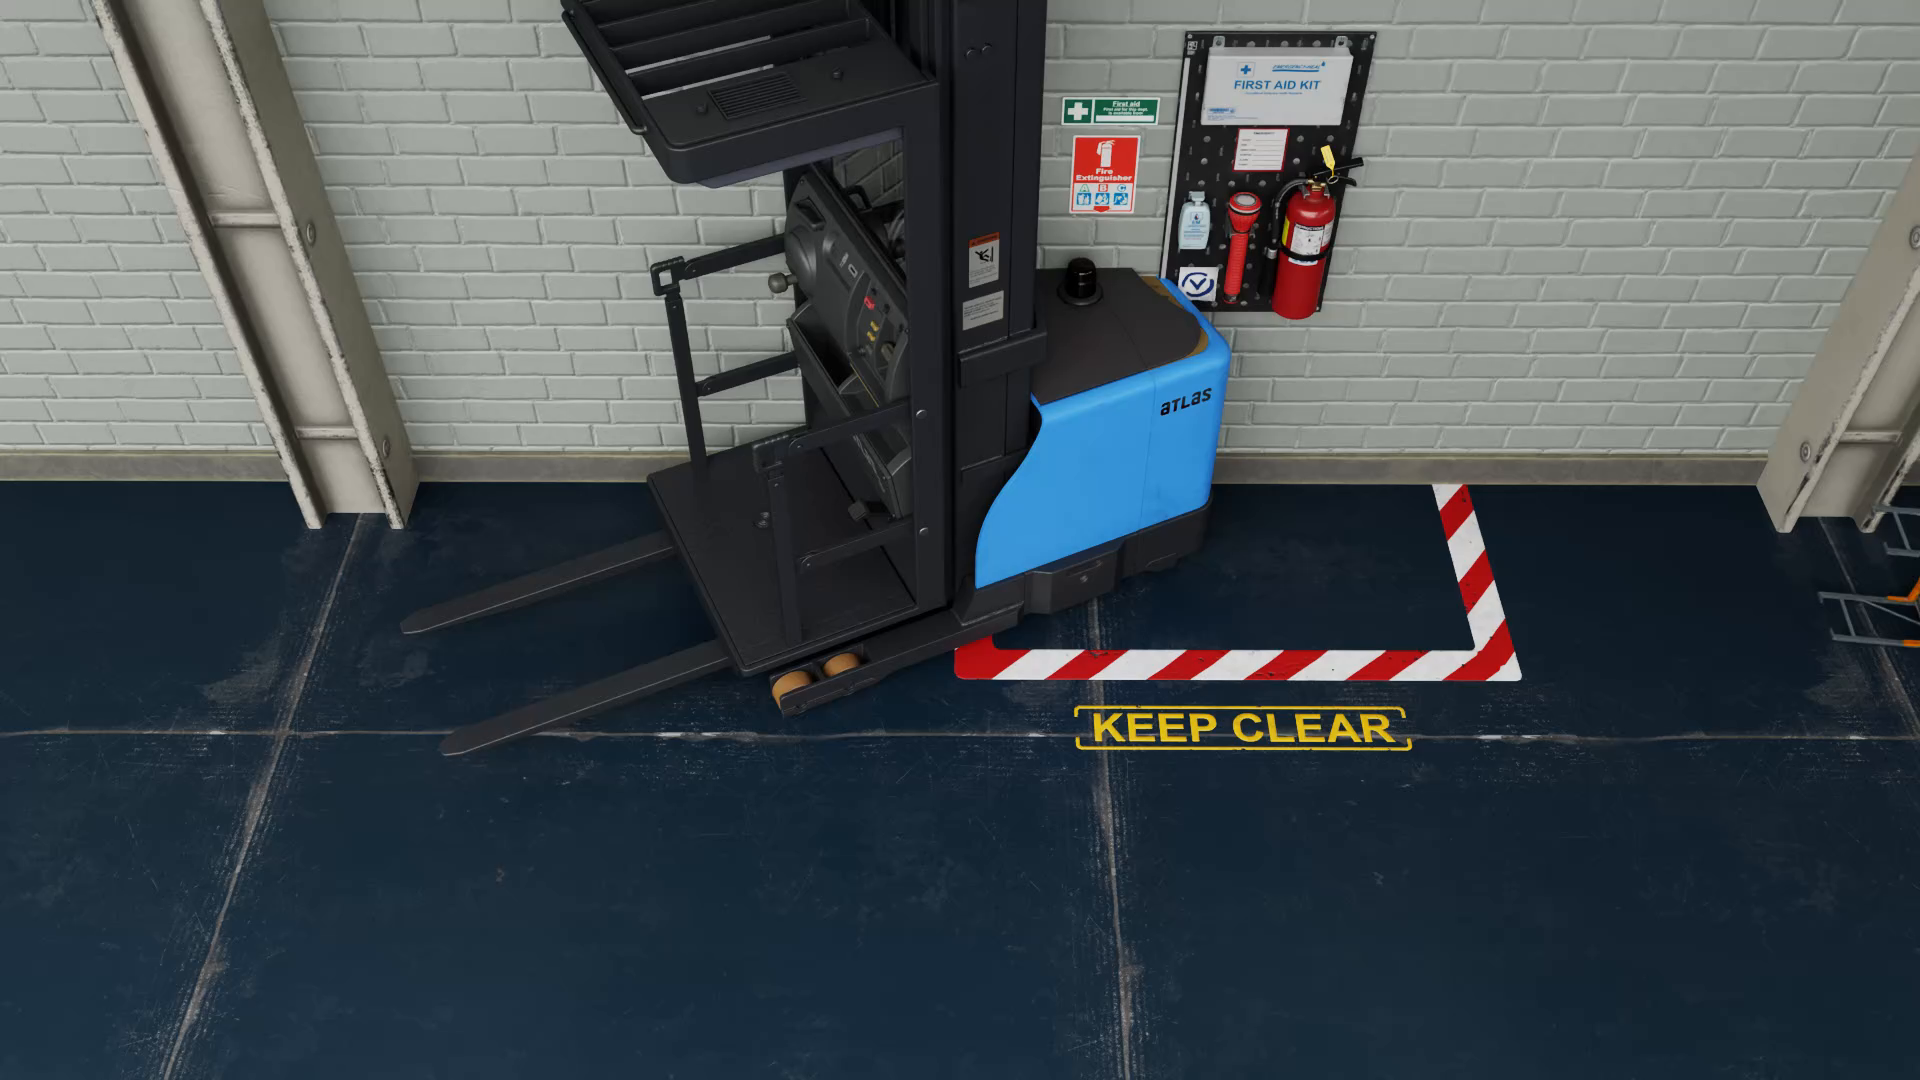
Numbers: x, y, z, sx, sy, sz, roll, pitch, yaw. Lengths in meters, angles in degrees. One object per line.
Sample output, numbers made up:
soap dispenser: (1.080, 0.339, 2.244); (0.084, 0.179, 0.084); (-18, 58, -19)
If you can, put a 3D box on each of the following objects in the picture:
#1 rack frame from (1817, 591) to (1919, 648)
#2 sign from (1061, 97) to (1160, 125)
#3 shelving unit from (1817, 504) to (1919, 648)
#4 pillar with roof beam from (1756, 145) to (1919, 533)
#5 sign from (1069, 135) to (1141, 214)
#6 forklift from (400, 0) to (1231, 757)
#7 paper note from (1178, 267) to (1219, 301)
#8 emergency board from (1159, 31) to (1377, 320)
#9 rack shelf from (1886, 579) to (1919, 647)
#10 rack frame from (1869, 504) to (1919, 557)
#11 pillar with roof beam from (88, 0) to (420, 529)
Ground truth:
rack frame: (3.948, 0.346, 6.405); (1.200, 0.015, 0.240); (5, 47, 4)
sign: (0.514, -1.463, 5.677); (0.331, 0.109, 0.001); (0, 47, 0)
shelving unit: (3.952, 0.180, 6.226); (1.200, 0.503, 0.258); (5, 47, 4)
pillar with roof beam: (3.517, -0.058, 0.657); (0.400, 9.000, 9.100); (0, 47, 0)
sign: (0.509, -1.289, 5.877); (0.234, 0.329, 0.001); (0, 47, 0)
forklift: (-0.568, -0.799, 5.492); (3.031, 2.935, 1.130); (-19, 50, -17)
paper note: (0.885, -0.951, 6.188); (0.142, 0.148, 0.016); (0, 47, 0)
emergency board: (1.062, -1.200, 5.818); (0.643, 1.169, 0.194); (0, 47, 0)
rack shelf: (3.688, 0.156, 6.242); (0.148, 0.480, 0.258); (5, 47, 4)
rack frame: (3.956, 0.014, 6.047); (1.200, 0.015, 0.240); (5, 47, 4)
pillar with roof beam: (-2.483, -0.075, 0.672); (0.400, 9.000, 9.100); (0, 47, 0)
